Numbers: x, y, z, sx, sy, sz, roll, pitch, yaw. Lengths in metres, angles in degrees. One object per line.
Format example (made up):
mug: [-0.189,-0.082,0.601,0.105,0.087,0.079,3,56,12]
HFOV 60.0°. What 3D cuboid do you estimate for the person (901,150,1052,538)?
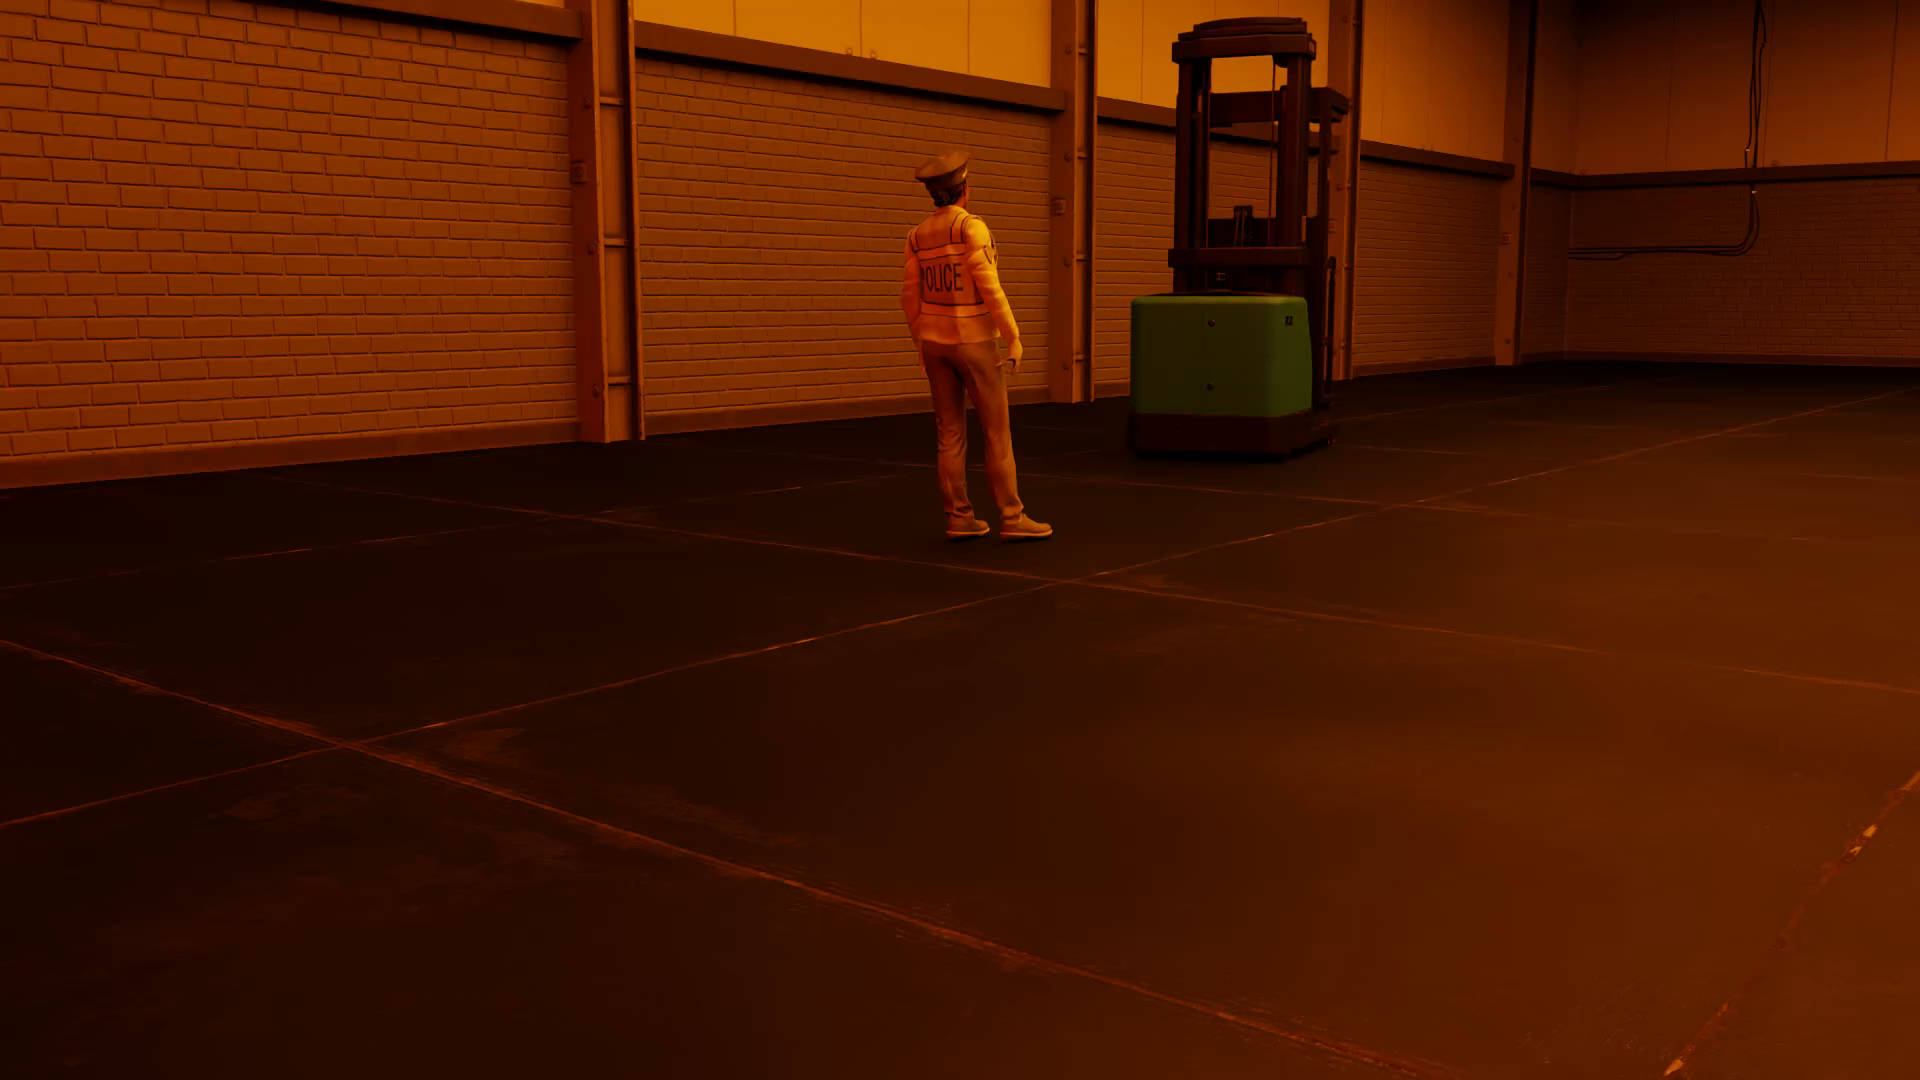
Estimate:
person: [0.049,-0.853,7.330,0.586,1.694,0.530,7,11,38]

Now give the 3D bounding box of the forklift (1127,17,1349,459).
forklift: [2.155,-2.157,12.023,1.130,2.935,3.031,4,9,23]
